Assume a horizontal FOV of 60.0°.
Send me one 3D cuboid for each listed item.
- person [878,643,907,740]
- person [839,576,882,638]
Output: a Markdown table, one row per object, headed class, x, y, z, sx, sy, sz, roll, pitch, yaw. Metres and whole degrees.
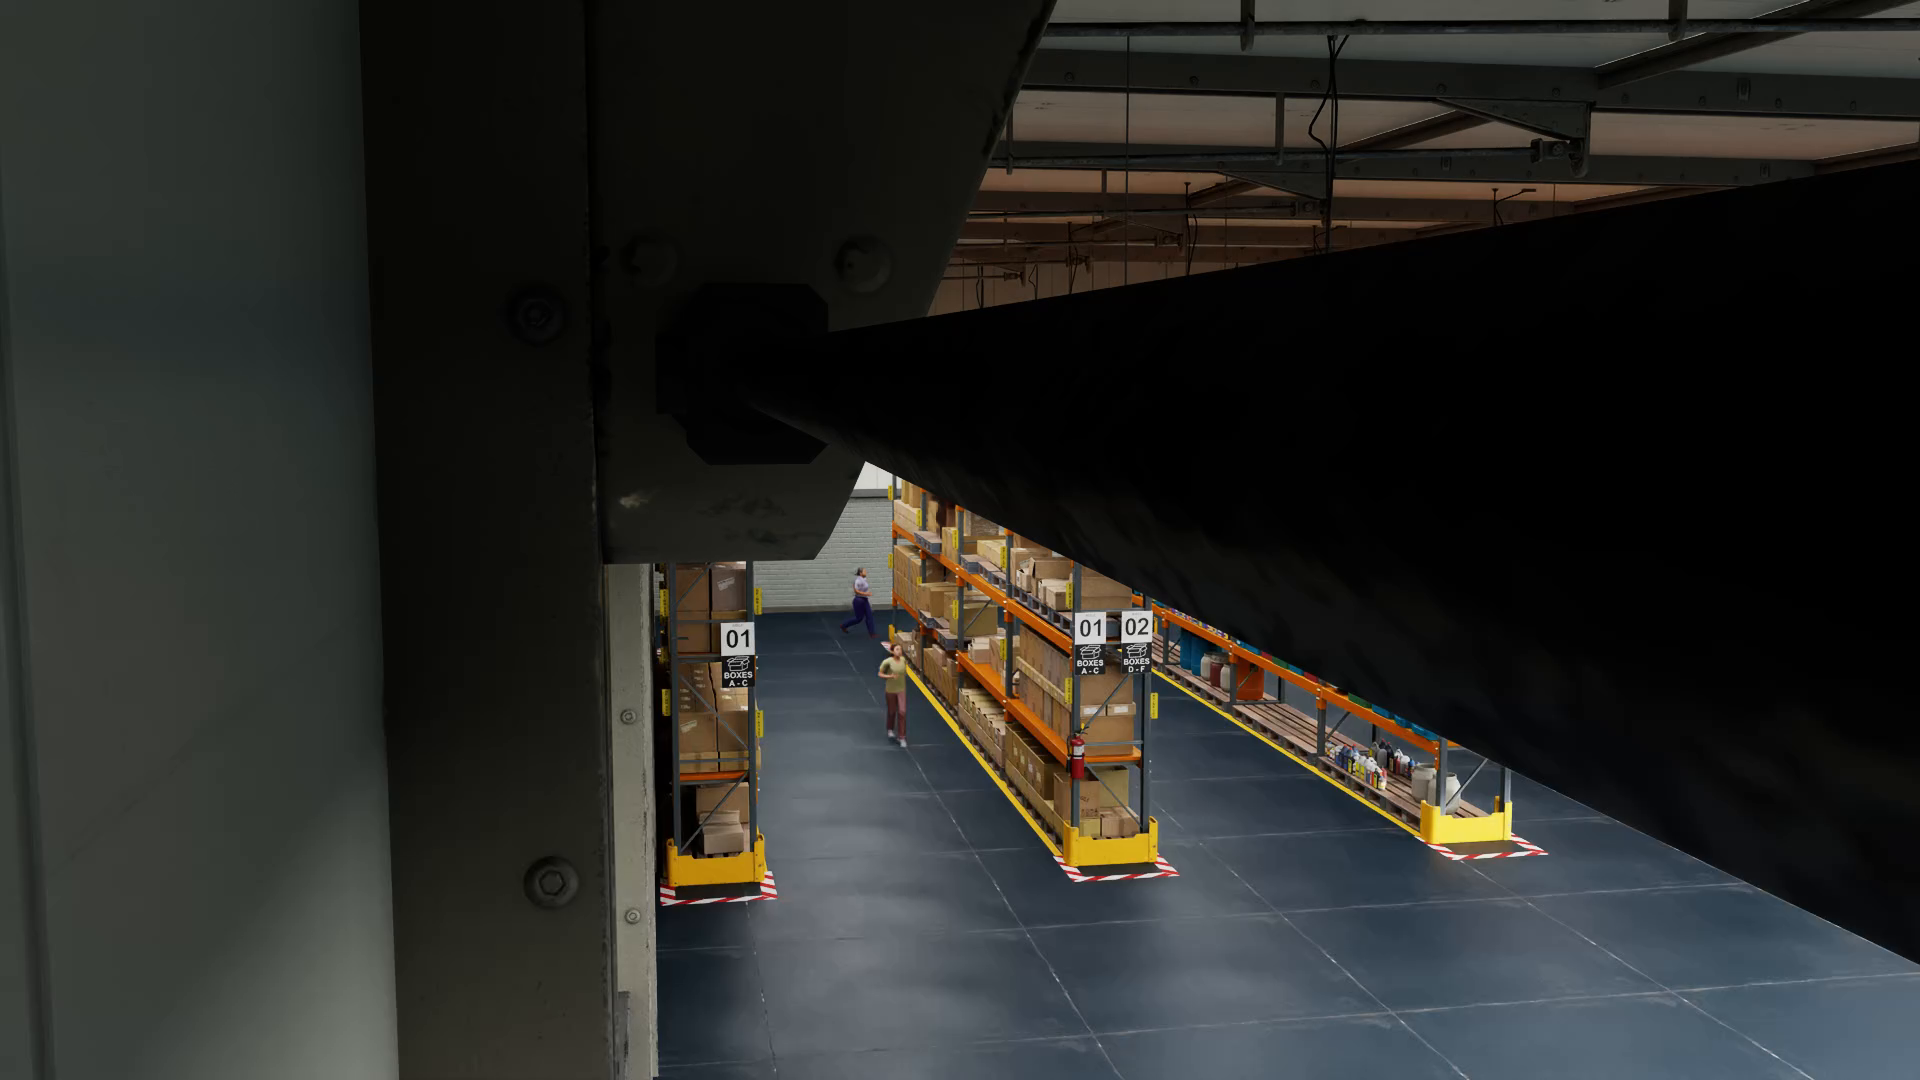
| class | x | y | z | sx | sy | sz | roll | pitch | yaw |
| --- | --- | --- | --- | --- | --- | --- | --- | --- | --- |
| person | -1.109 | 2.462 | 27.514 | 0.554 | 1.578 | 0.752 | -2 | 7 | -19 |
| person | -2.270 | 1.528 | 37.878 | 0.968 | 1.445 | 0.591 | 1 | 6 | 8 |
